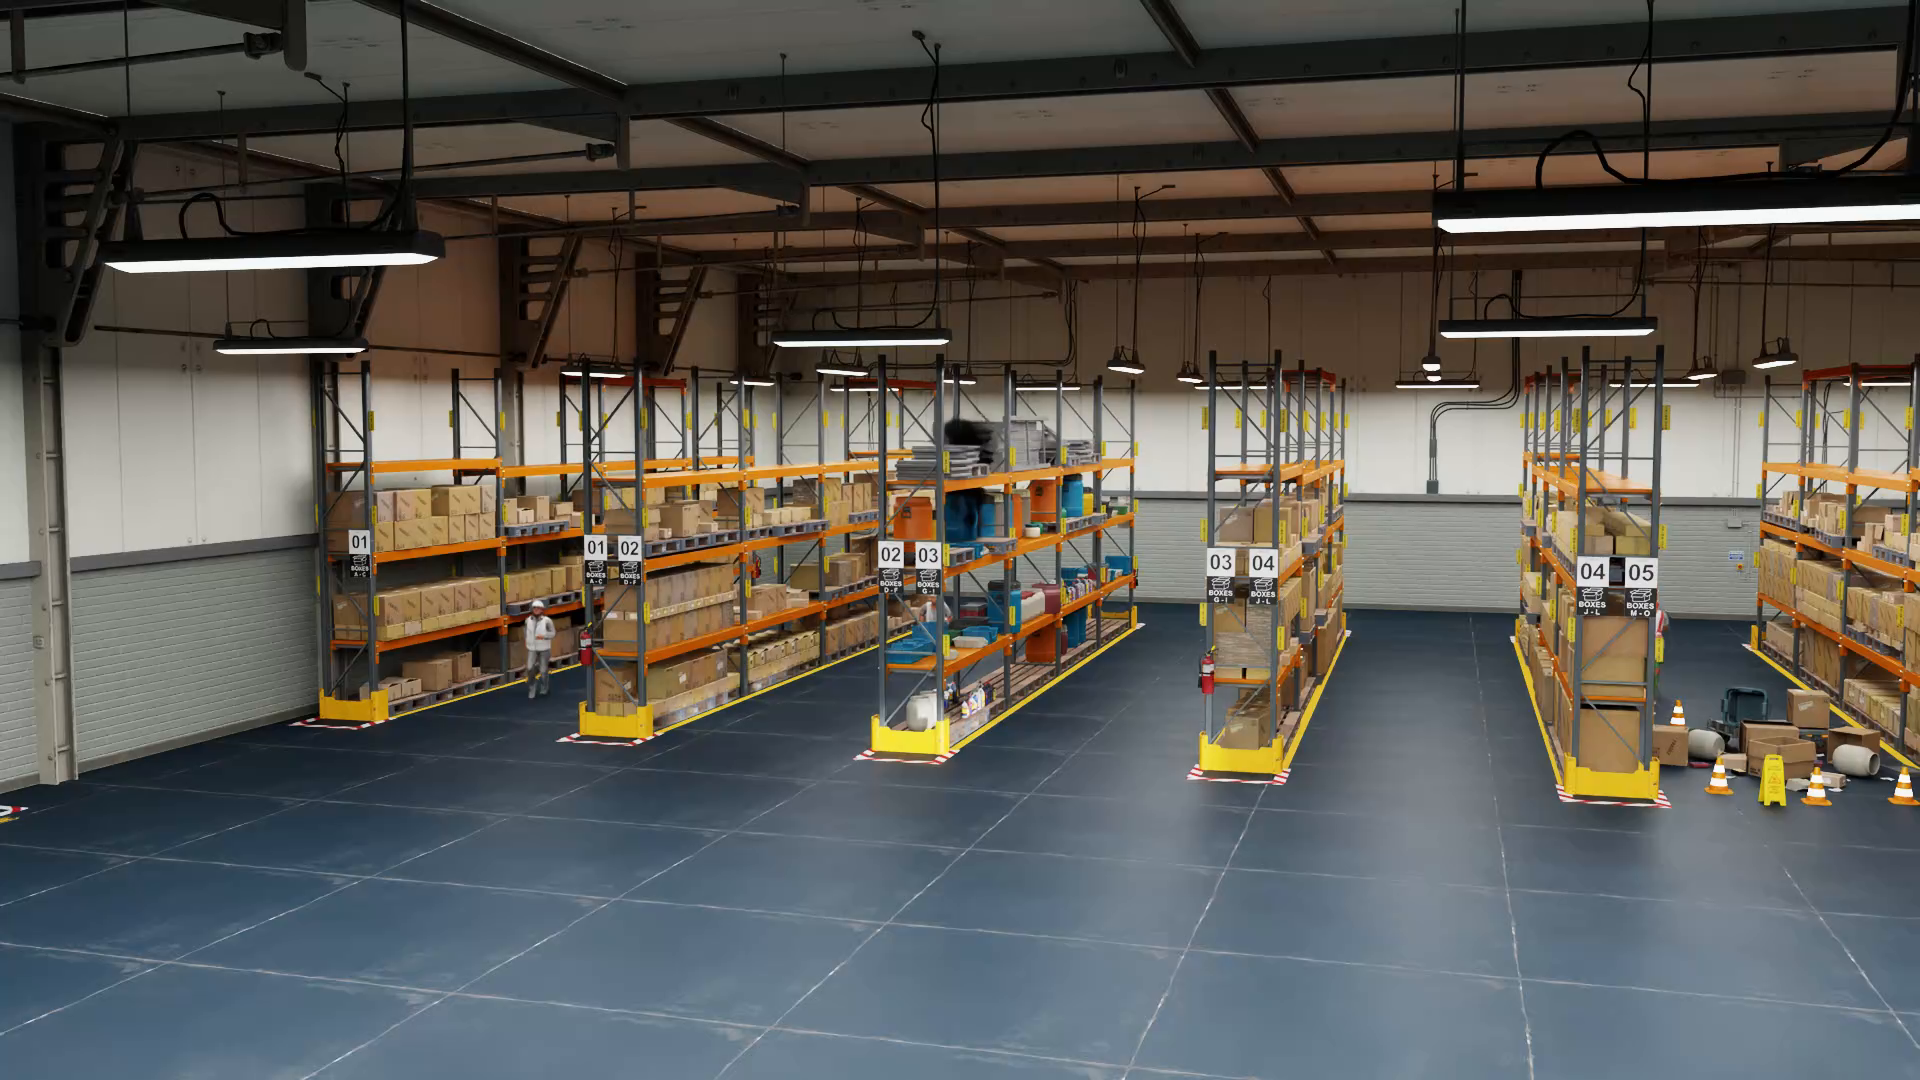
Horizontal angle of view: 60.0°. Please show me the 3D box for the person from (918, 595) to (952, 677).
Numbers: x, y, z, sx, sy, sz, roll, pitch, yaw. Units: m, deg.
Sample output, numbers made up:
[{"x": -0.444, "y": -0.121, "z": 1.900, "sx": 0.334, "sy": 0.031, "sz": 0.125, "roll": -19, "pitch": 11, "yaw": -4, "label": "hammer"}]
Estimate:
[{"x": -0.493, "y": 1.818, "z": 32.643, "sx": 0.663, "sy": 1.715, "sz": 0.701, "roll": 0, "pitch": 4, "yaw": 0, "label": "person"}]

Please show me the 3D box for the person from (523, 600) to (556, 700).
[{"x": -7.598, "y": 1.979, "z": 29.971, "sx": 0.646, "sy": 1.791, "sz": 0.710, "roll": 0, "pitch": 4, "yaw": 2, "label": "person"}]

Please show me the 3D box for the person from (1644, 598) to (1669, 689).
[{"x": 12.866, "y": 1.902, "z": 30.970, "sx": 0.623, "sy": 1.730, "sz": 0.989, "roll": 1, "pitch": 4, "yaw": 18, "label": "person"}]

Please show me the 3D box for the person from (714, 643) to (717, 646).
[{"x": -5.626, "y": 1.543, "z": 37.052, "sx": 0.680, "sy": 1.633, "sz": 0.923, "roll": 0, "pitch": 4, "yaw": 1, "label": "person"}]
